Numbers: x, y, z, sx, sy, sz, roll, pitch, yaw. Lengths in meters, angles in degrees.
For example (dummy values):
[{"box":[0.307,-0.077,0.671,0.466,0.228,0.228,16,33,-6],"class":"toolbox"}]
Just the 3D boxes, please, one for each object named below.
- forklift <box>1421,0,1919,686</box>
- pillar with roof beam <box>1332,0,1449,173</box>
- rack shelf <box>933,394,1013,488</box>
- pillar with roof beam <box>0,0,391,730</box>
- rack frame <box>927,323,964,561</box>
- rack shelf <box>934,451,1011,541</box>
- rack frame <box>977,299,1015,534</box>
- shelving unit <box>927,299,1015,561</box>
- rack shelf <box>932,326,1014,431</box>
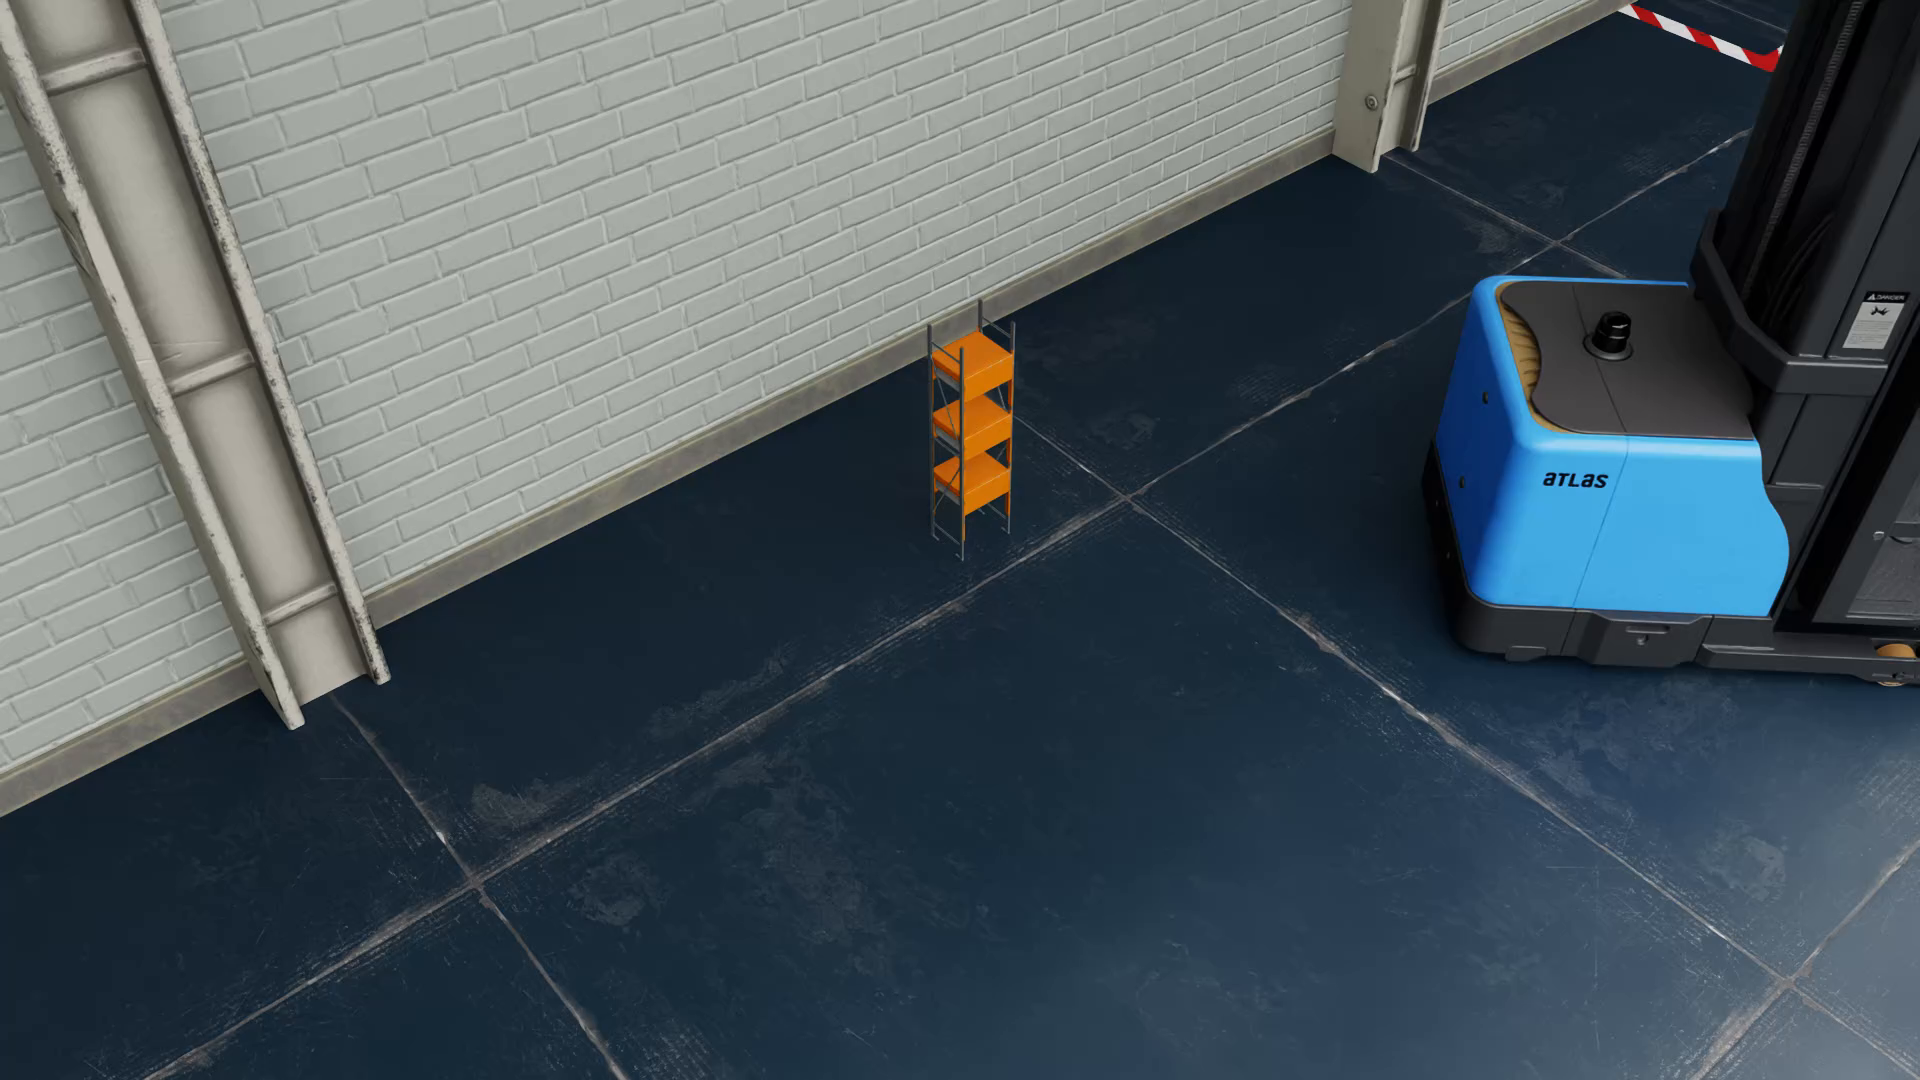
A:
[{"box":[3.396,-0.895,5.562,3.031,2.935,1.130,2,43,3],"class":"forklift"},{"box":[4.996,-3.133,3.512,0.400,9.000,9.100,-30,51,-28],"class":"pillar with roof beam"},{"box":[0.041,-0.398,6.423,0.240,0.259,0.215,-30,51,-28],"class":"rack shelf"},{"box":[0.394,-0.497,0.706,0.400,9.000,9.100,-30,51,-28],"class":"pillar with roof beam"},{"box":[-0.053,-0.353,6.359,0.008,1.050,0.200,-30,51,-28],"class":"rack frame"},{"box":[0.041,-0.196,6.613,0.240,0.259,0.215,-30,51,-28],"class":"rack shelf"},{"box":[0.135,-0.460,6.473,0.008,1.050,0.200,-30,51,-28],"class":"rack frame"},{"box":[0.041,-0.406,6.416,0.252,1.050,0.215,-30,51,-28],"class":"shelving unit"},{"box":[0.041,-0.605,6.229,0.240,0.259,0.215,-30,51,-28],"class":"rack shelf"}]
